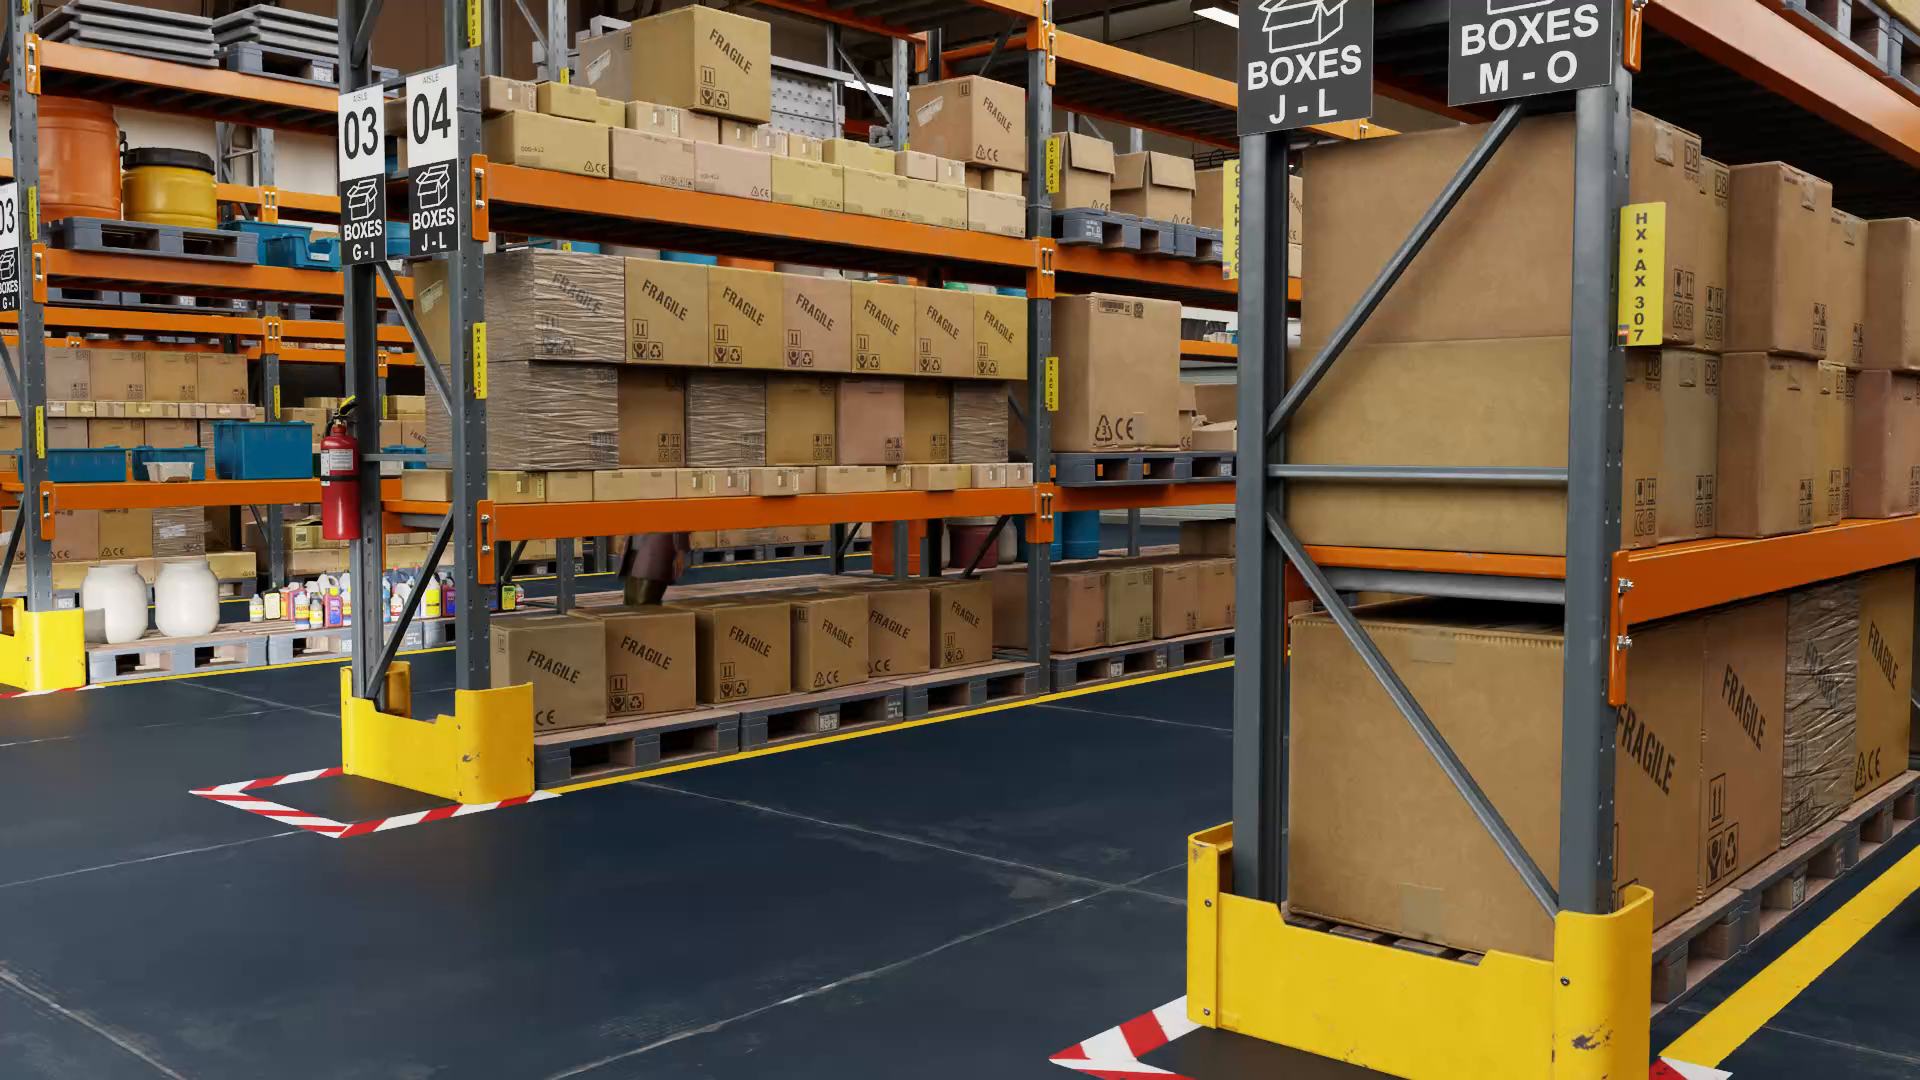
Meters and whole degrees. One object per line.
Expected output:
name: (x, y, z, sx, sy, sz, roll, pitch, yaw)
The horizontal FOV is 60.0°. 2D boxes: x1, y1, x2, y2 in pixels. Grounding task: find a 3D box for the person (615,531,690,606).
person: (-1.926, 0.039, 10.729, 0.815, 1.753, 0.601, -3, 5, -44)
